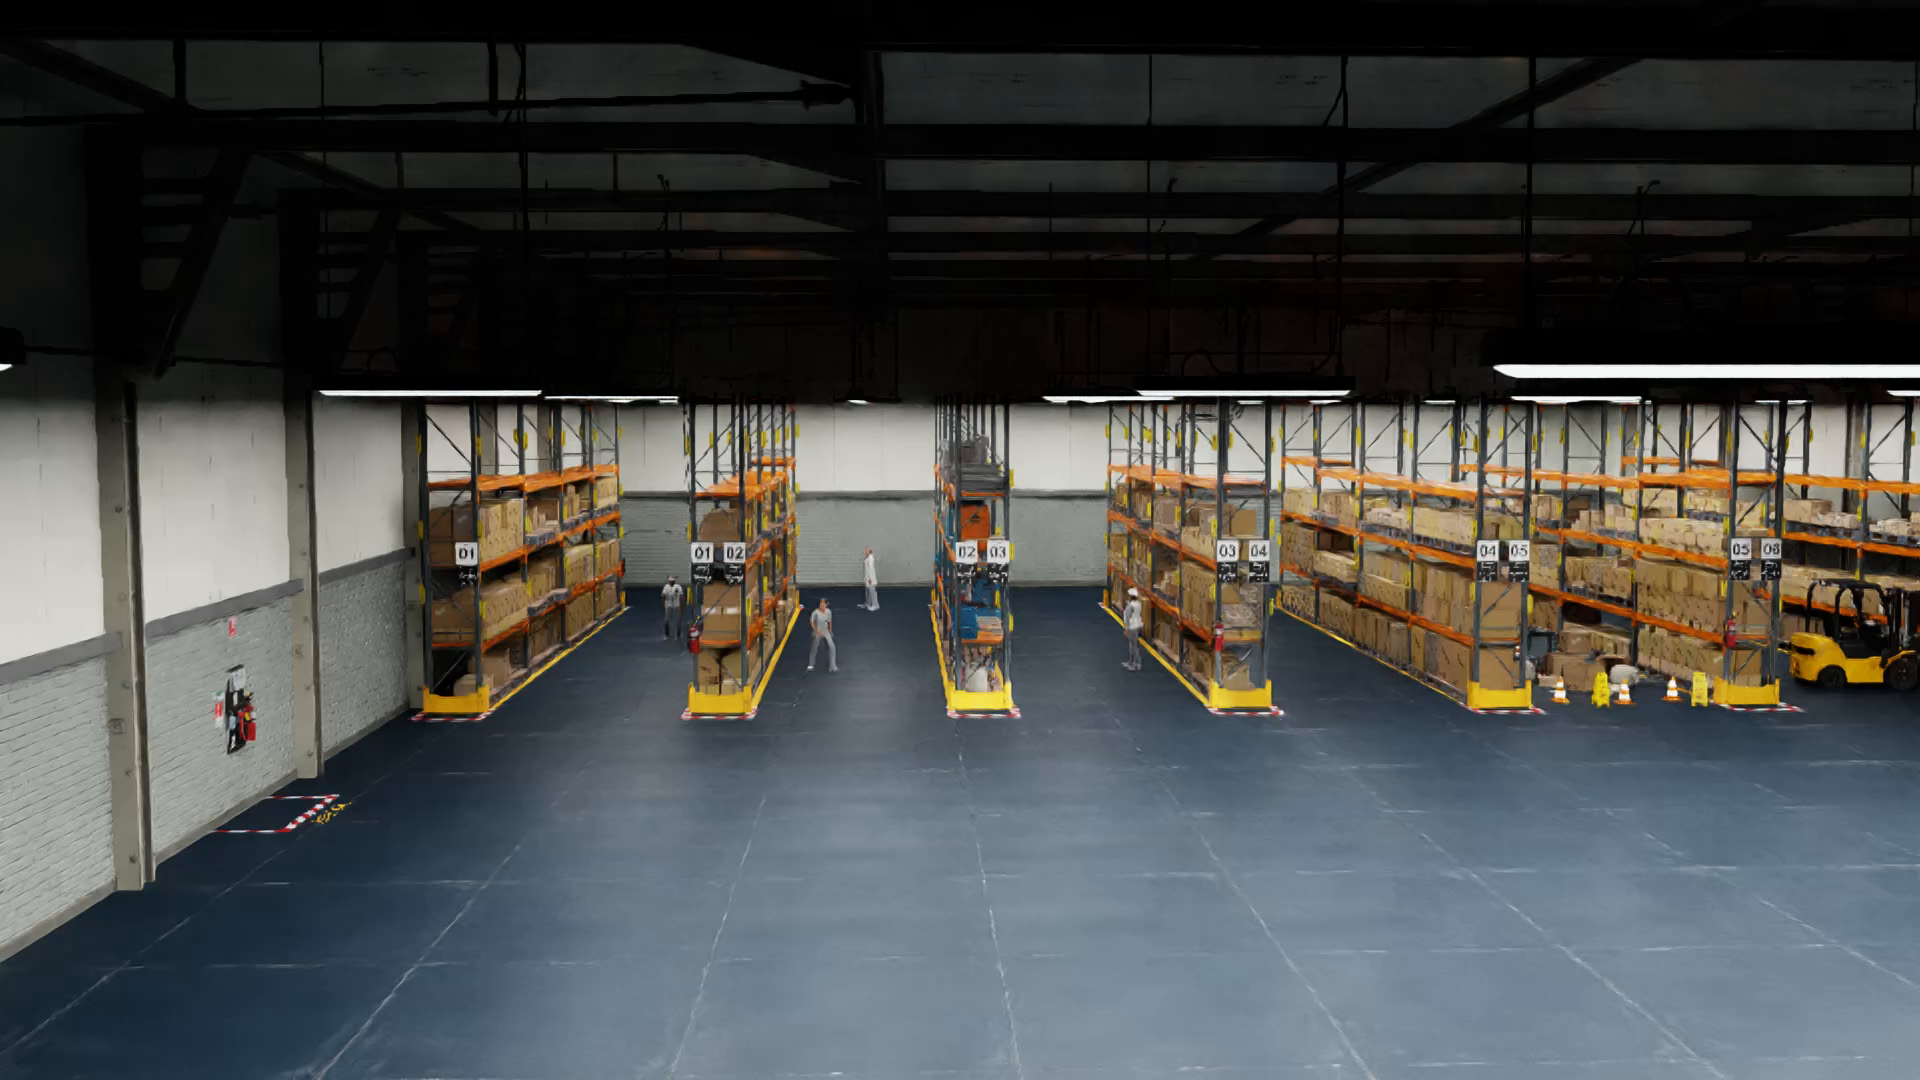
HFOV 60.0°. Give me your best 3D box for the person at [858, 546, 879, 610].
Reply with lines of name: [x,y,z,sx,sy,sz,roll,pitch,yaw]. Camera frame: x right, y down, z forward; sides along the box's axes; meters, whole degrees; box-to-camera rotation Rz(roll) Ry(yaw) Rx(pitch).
person: [-2.586,1.057,46.913,0.582,1.780,0.770,-1,5,-6]

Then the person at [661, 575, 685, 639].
person: [-7.069,1.640,40.924,0.593,1.629,0.522,0,5,-4]

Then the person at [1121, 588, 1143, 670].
person: [3.748,1.918,36.302,0.569,1.768,0.628,2,5,28]

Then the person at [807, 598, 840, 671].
person: [-2.984,2.030,35.983,0.609,1.604,0.814,-2,5,-19]
